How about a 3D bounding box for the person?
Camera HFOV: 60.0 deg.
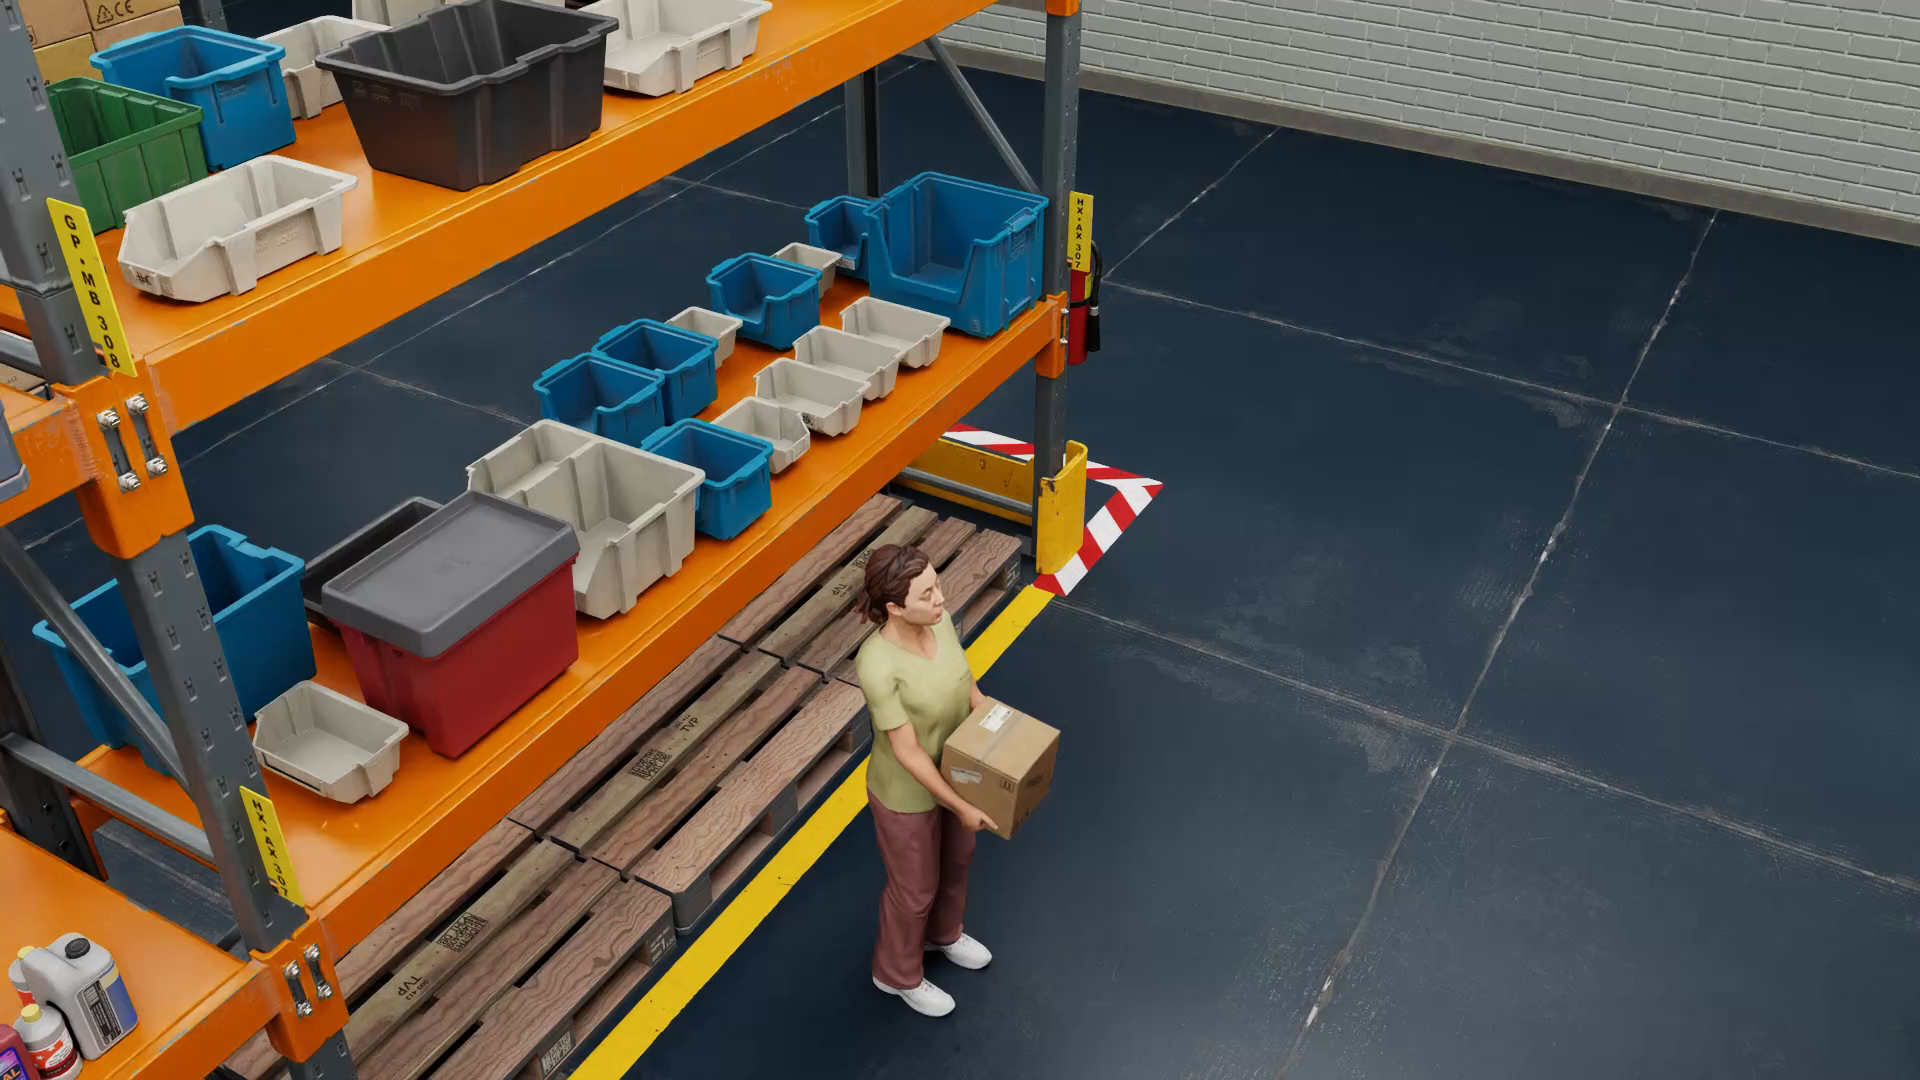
[{"bbox_3d":[-0.059,0.756,5.045,0.559,1.663,0.425,19,38,25],"label":"person"}]
